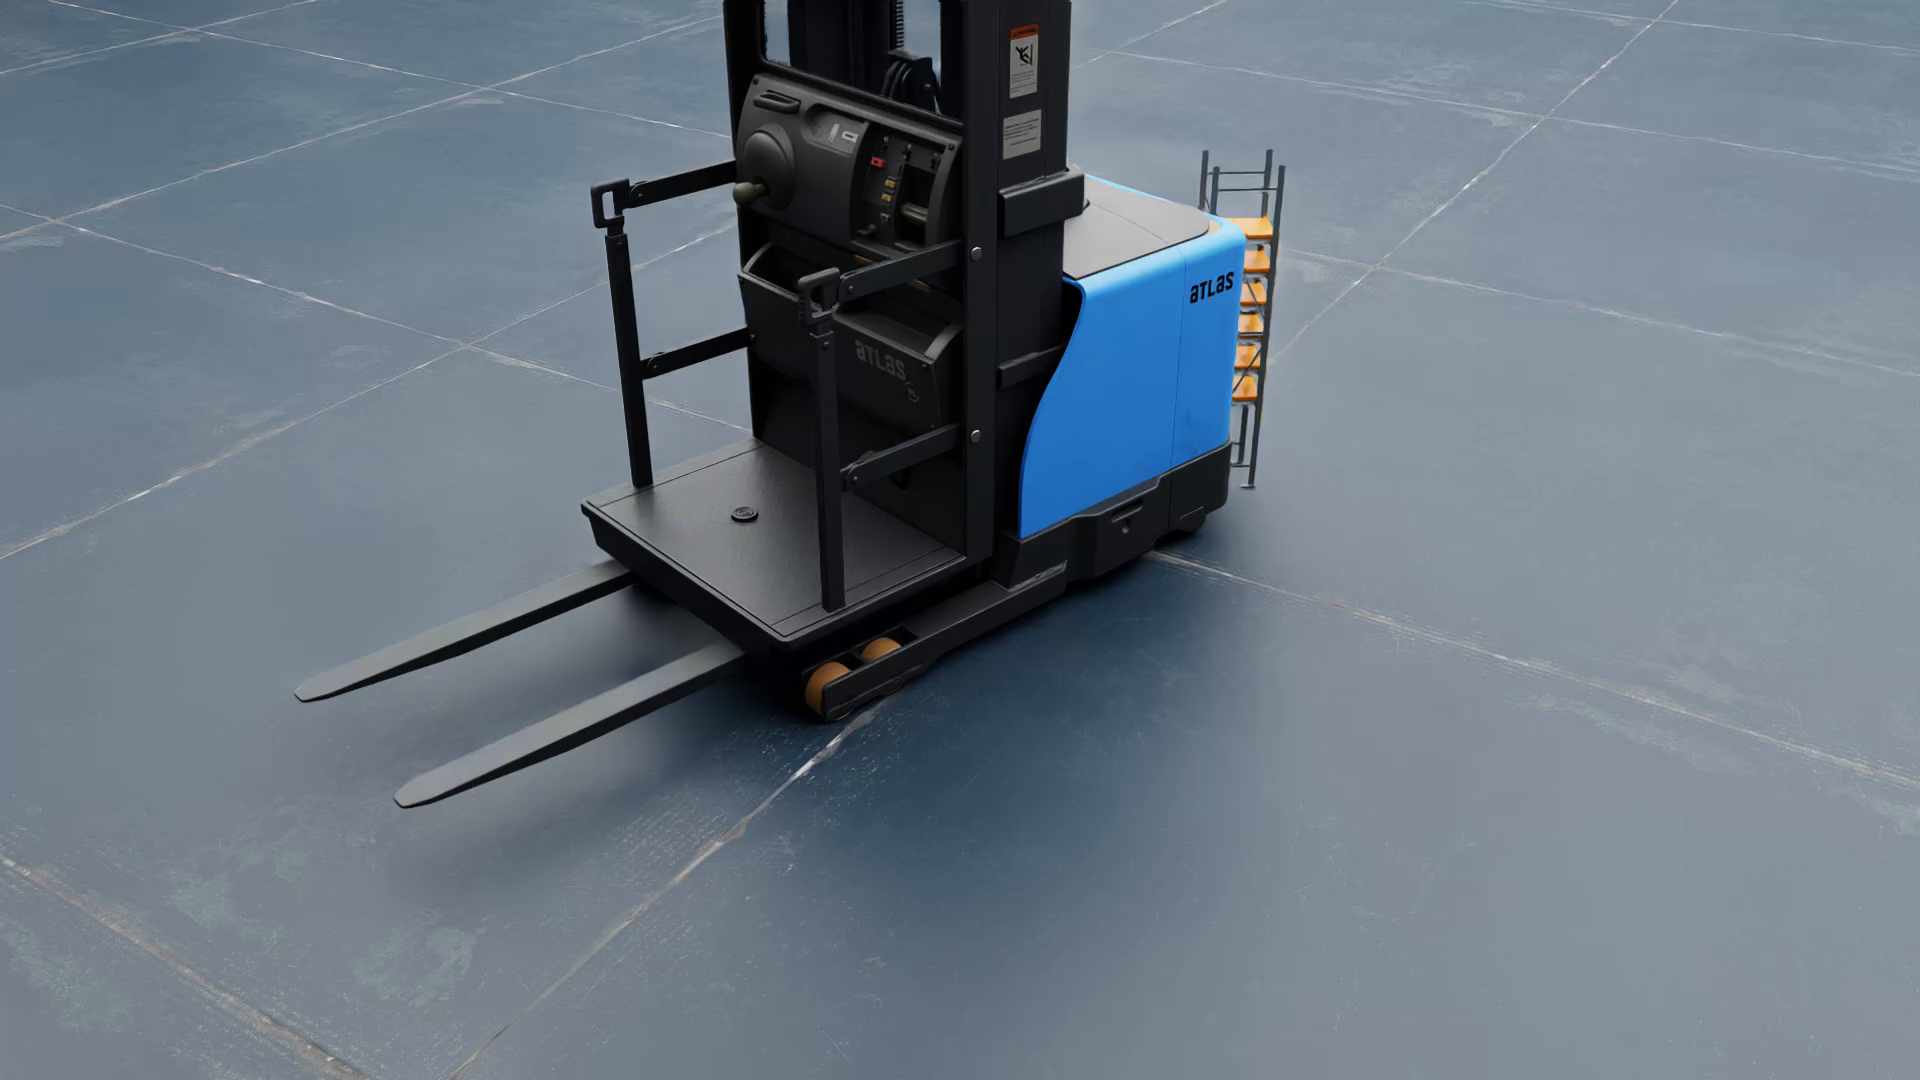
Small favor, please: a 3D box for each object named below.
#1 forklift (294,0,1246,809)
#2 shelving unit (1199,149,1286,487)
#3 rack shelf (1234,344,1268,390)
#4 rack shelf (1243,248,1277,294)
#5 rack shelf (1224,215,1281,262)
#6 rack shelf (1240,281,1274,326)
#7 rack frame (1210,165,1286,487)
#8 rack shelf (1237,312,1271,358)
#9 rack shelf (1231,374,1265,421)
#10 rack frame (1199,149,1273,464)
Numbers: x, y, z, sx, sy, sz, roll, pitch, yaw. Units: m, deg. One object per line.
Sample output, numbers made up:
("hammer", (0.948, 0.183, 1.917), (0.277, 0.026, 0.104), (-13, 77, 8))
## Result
("forklift", (-0.492, -1.038, 4.621), (3.031, 2.935, 1.130), (-24, 38, -35))
("shelving unit", (0.949, -0.758, 5.857), (0.258, 1.200, 0.189), (-2, 30, -3))
("rack shelf", (0.949, -0.615, 5.939), (0.258, 0.103, 0.180), (-2, 30, -3))
("rack shelf", (0.949, -0.928, 5.760), (0.258, 0.103, 0.180), (-2, 30, -3))
("rack shelf", (0.949, -1.032, 5.700), (0.258, 0.103, 0.180), (-2, 30, -3))
("rack shelf", (0.949, -0.824, 5.820), (0.258, 0.103, 0.180), (-2, 30, -3))
("rack frame", (0.954, -0.713, 5.778), (0.240, 1.200, 0.006), (-2, 30, -3))
("rack shelf", (0.949, -0.719, 5.879), (0.258, 0.103, 0.180), (-2, 30, -3))
("rack shelf", (0.949, -0.511, 5.999), (0.258, 0.103, 0.180), (-2, 30, -3))
("rack frame", (0.943, -0.803, 5.936), (0.240, 1.200, 0.006), (-2, 30, -3))
